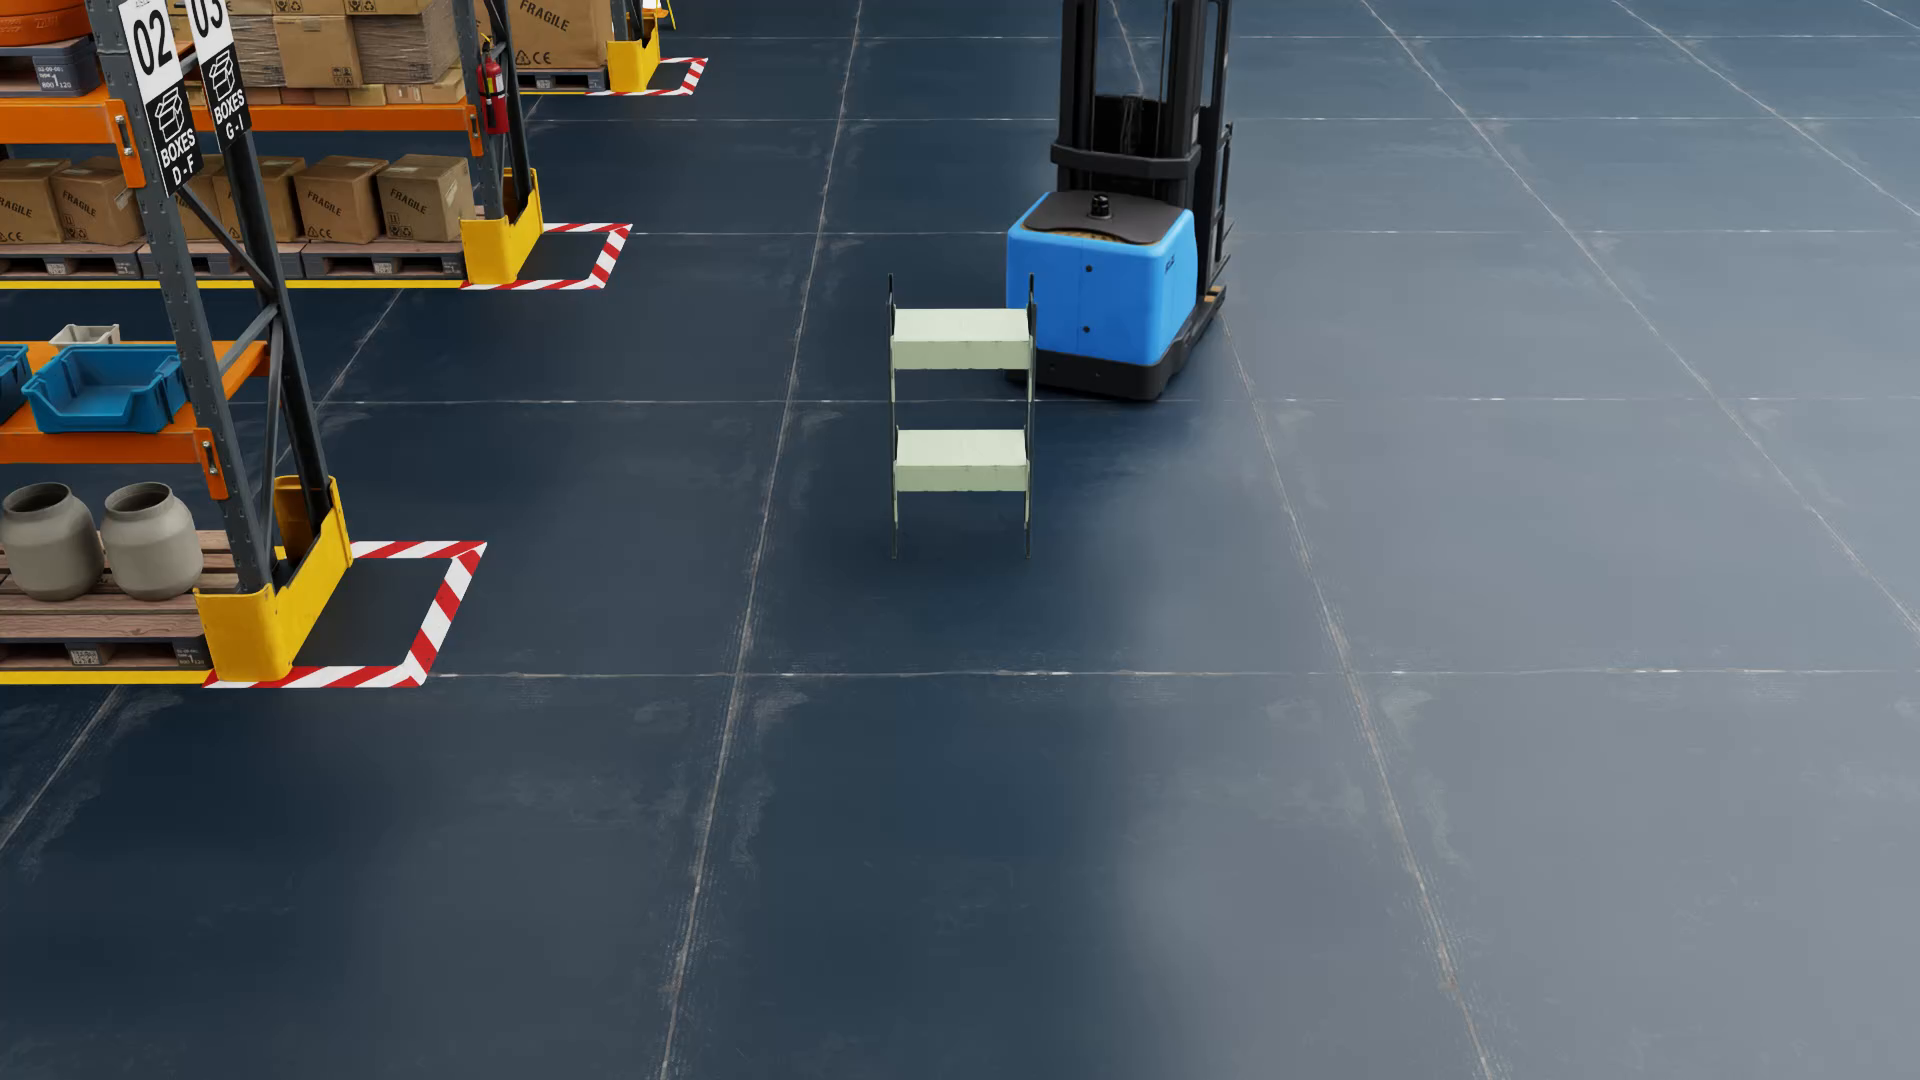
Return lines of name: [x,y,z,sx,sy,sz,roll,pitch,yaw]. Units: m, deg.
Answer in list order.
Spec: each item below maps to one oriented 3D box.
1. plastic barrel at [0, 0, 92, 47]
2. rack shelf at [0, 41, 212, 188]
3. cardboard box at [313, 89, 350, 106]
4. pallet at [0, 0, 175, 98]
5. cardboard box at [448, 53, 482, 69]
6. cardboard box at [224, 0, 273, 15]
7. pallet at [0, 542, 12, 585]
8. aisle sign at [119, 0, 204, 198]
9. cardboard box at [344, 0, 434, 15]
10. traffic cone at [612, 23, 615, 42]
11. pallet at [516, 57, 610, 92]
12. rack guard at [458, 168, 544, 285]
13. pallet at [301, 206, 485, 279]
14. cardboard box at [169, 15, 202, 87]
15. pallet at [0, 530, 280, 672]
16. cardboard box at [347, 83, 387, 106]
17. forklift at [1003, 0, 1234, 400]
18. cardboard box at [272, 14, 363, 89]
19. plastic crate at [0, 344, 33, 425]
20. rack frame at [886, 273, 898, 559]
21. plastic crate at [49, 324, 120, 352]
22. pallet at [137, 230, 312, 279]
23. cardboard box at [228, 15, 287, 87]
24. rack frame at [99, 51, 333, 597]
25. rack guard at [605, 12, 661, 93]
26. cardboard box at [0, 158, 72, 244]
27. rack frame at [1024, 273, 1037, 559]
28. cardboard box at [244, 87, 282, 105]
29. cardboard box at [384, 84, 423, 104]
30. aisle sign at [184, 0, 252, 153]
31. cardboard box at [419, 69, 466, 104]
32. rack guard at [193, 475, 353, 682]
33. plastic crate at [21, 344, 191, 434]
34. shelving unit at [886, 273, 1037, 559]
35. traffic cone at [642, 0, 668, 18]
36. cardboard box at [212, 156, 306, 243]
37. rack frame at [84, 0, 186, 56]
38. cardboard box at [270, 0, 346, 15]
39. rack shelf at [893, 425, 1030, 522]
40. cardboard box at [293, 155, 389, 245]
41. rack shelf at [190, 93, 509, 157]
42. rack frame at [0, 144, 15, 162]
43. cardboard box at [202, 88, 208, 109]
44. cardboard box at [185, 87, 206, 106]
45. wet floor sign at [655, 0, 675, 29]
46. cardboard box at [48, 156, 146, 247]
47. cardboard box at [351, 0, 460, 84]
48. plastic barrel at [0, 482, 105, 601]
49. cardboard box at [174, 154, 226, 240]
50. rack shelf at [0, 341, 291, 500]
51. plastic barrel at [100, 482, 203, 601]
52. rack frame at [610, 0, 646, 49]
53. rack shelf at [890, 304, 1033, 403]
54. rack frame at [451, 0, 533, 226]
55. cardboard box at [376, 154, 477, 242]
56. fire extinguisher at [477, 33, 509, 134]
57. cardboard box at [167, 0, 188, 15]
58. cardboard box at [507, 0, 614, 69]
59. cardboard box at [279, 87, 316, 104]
plastic barrel: [-3.884,-2.497,6.763,0.708,0.830,0.600,0,31,0]
rack shelf: [-5.399,-1.887,7.271,4.000,0.370,1.077,0,31,0]
cardboard box: [-4.463,-3.252,11.960,0.250,0.149,0.380,0,31,0]
pallet: [-4.227,-2.168,7.223,1.213,0.211,1.003,0,31,0]
cardboard box: [-3.715,-3.503,12.374,0.250,0.149,0.380,0,31,0]
cardboard box: [-4.977,-3.951,11.522,0.500,0.500,0.500,0,31,0]
pallet: [-5.504,0.300,8.552,1.213,0.211,1.003,0,31,0]
aisle sign: [-3.325,-1.876,6.944,0.004,0.787,0.394,0,31,0]
cardboard box: [-3.978,-3.955,11.530,0.500,0.500,0.500,0,31,0]
traffic cone: [-3.897,-5.711,18.217,0.334,0.463,0.336,0,31,0]
pallet: [-4.157,-4.826,17.000,1.213,0.211,1.003,0,31,0]
rack guard: [-3.505,-2.419,12.755,0.348,0.500,1.175,0,31,0]
pallet: [-4.318,-2.311,12.856,1.213,0.211,1.003,0,31,0]
cardboard box: [-5.479,-3.632,11.961,0.500,0.500,0.875,0,31,0]
pallet: [-4.287,0.298,8.555,1.213,0.211,1.003,0,31,0]
cardboard box: [-4.212,-3.244,11.948,0.250,0.149,0.380,0,31,0]
forklift: [1.278,-2.895,11.196,1.130,2.935,3.031,11,33,18]
cardboard box: [-4.478,-3.606,11.919,0.500,0.500,0.875,0,31,0]
plastic crate: [-4.547,-0.699,7.654,0.408,0.251,0.499,0,31,0]
rack frame: [-0.359,-0.640,8.859,0.023,1.500,0.400,0,31,0]
plastic crate: [-4.296,-0.970,8.211,0.250,0.136,0.298,0,31,0]
pallet: [-5.535,-2.309,12.852,1.213,0.211,1.003,0,31,0]
cardboard box: [-4.979,-3.627,11.954,0.500,0.500,0.875,0,31,0]
rack frame: [-3.399,-0.919,7.872,0.127,3.000,1.000,0,31,0]
rack guard: [-3.334,-4.992,16.996,0.348,0.500,1.175,0,31,0]
cardboard box: [-7.029,-2.567,12.594,0.500,0.500,0.500,-1,31,-2]
rack frame: [0.373,-0.642,8.863,0.023,1.500,0.400,0,31,0]
cardboard box: [-4.963,-3.260,11.974,0.250,0.149,0.380,0,31,0]
cardboard box: [-3.963,-3.272,11.993,0.250,0.149,0.380,0,31,0]
aisle sign: [-3.329,-2.182,7.449,0.004,0.787,0.394,0,31,0]
cardboard box: [-3.713,-3.272,11.994,0.250,0.149,0.380,0,31,0]
rack guard: [-3.475,0.175,8.480,0.348,0.500,1.175,0,31,0]
plastic crate: [-3.898,-0.698,7.653,0.616,0.251,0.499,0,31,0]
shelving unit: [0.007,-0.641,8.861,0.755,1.500,0.431,0,31,0]
traffic cone: [-3.564,-6.298,19.185,0.334,0.463,0.336,0,31,0]
cardboard box: [-5.277,-2.594,12.638,0.500,0.500,0.500,3,31,4]
rack frame: [-3.399,-3.483,6.316,0.127,3.000,1.000,0,31,0]
cardboard box: [-4.477,-3.951,11.523,0.500,0.500,0.500,0,31,0]
rack shelf: [0.007,-0.363,9.030,0.720,0.370,0.431,0,31,0]
cardboard box: [-4.651,-2.586,12.625,0.500,0.500,0.500,8,32,13]
rack shelf: [-5.429,-3.174,12.283,4.000,0.370,1.077,0,31,0]
rack frame: [-7.429,-3.475,12.086,0.127,3.000,1.000,0,31,0]
cardboard box: [-5.212,-3.213,11.896,0.250,0.149,0.380,0,31,0]
cardboard box: [-5.463,-3.249,11.955,0.250,0.149,0.380,0,31,0]
wet floor sign: [-3.341,-6.082,18.651,0.232,0.644,0.267,-5,32,-9]
cardboard box: [-6.456,-2.572,12.603,0.500,0.500,0.500,10,33,15]
cardboard box: [-3.979,-3.670,12.024,0.500,0.500,0.875,0,31,0]
plastic barrel: [-4.558,0.009,8.337,0.421,0.512,0.421,0,31,0]
cardboard box: [-5.836,-2.615,12.673,0.500,0.500,0.500,-3,31,-5]
rack shelf: [-5.399,-0.605,8.049,4.000,0.370,1.077,0,31,0]
plastic barrel: [-4.057,0.007,8.340,0.421,0.512,0.421,0,31,0]
rack frame: [-3.358,-6.061,16.348,0.127,3.000,1.000,0,31,0]
rack shelf: [0.007,-0.975,8.659,0.720,0.370,0.431,0,31,0]
rack frame: [-3.429,-3.488,12.107,0.127,3.000,1.000,0,31,0]
cardboard box: [-4.054,-2.605,12.657,0.500,0.500,0.500,5,32,9]
fire extinguisher: [-3.312,-3.216,11.734,0.183,0.674,0.296,0,31,0]
cardboard box: [-5.478,-3.953,11.527,0.500,0.500,0.500,0,31,0]
cardboard box: [-4.036,-5.296,16.730,0.875,0.875,0.875,0,31,0]
cardboard box: [-4.713,-3.272,11.994,0.250,0.149,0.380,0,31,0]
